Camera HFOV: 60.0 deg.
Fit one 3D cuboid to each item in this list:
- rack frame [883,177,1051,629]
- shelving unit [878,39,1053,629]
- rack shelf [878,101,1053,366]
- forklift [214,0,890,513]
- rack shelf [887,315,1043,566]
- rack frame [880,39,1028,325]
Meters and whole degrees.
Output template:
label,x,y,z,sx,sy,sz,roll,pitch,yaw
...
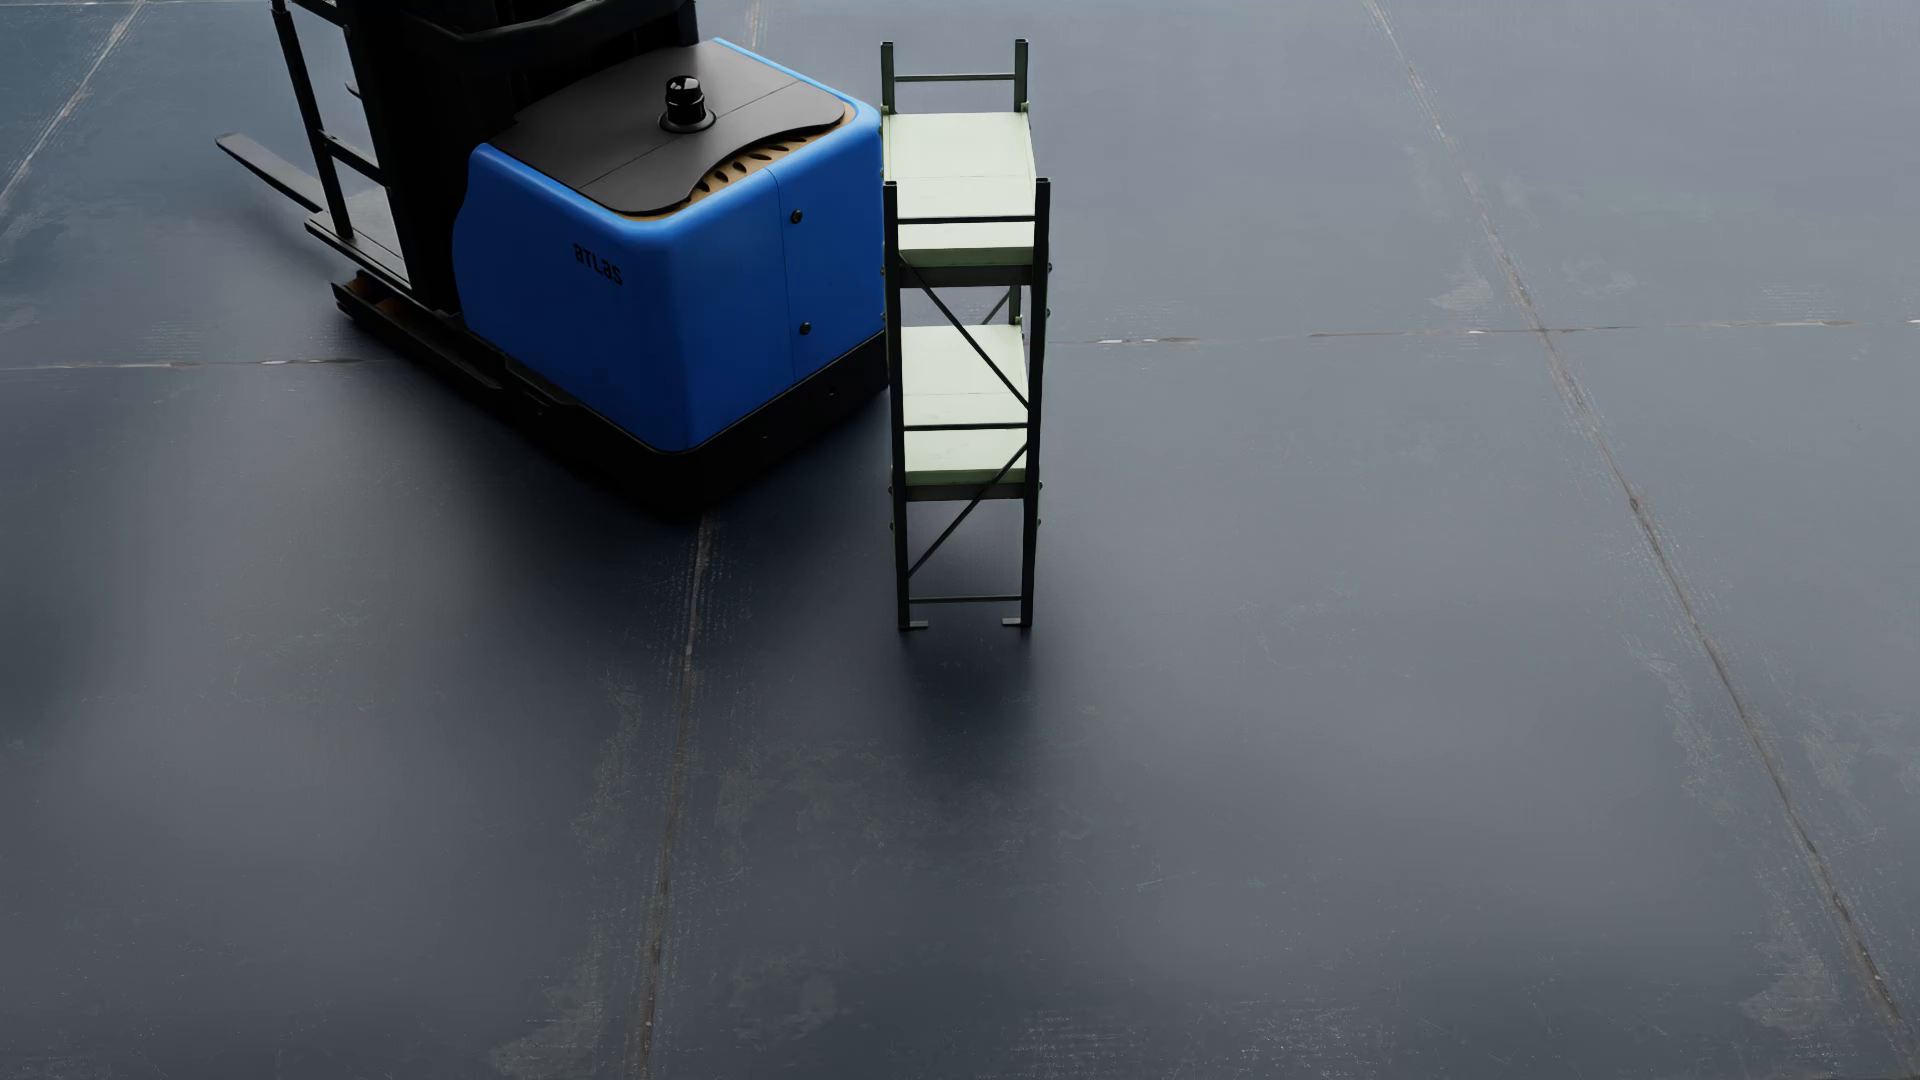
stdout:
label,x,y,z,sx,sy,sz,roll,pitch,yaw
rack frame,0.016,-0.301,4.469,0.400,1.500,0.023,-2,43,-2
shelving unit,0.000,-0.548,4.738,0.431,1.500,0.755,-2,43,-2
rack shelf,0.000,-0.836,4.475,0.431,0.370,0.720,-2,43,-2
forklift,-1.651,-2.026,5.291,3.031,2.935,1.130,31,51,29
rack shelf,0.000,-0.308,4.959,0.431,0.370,0.720,-2,43,-2
rack frame,-0.015,-0.795,5.008,0.400,1.500,0.023,-2,43,-2
